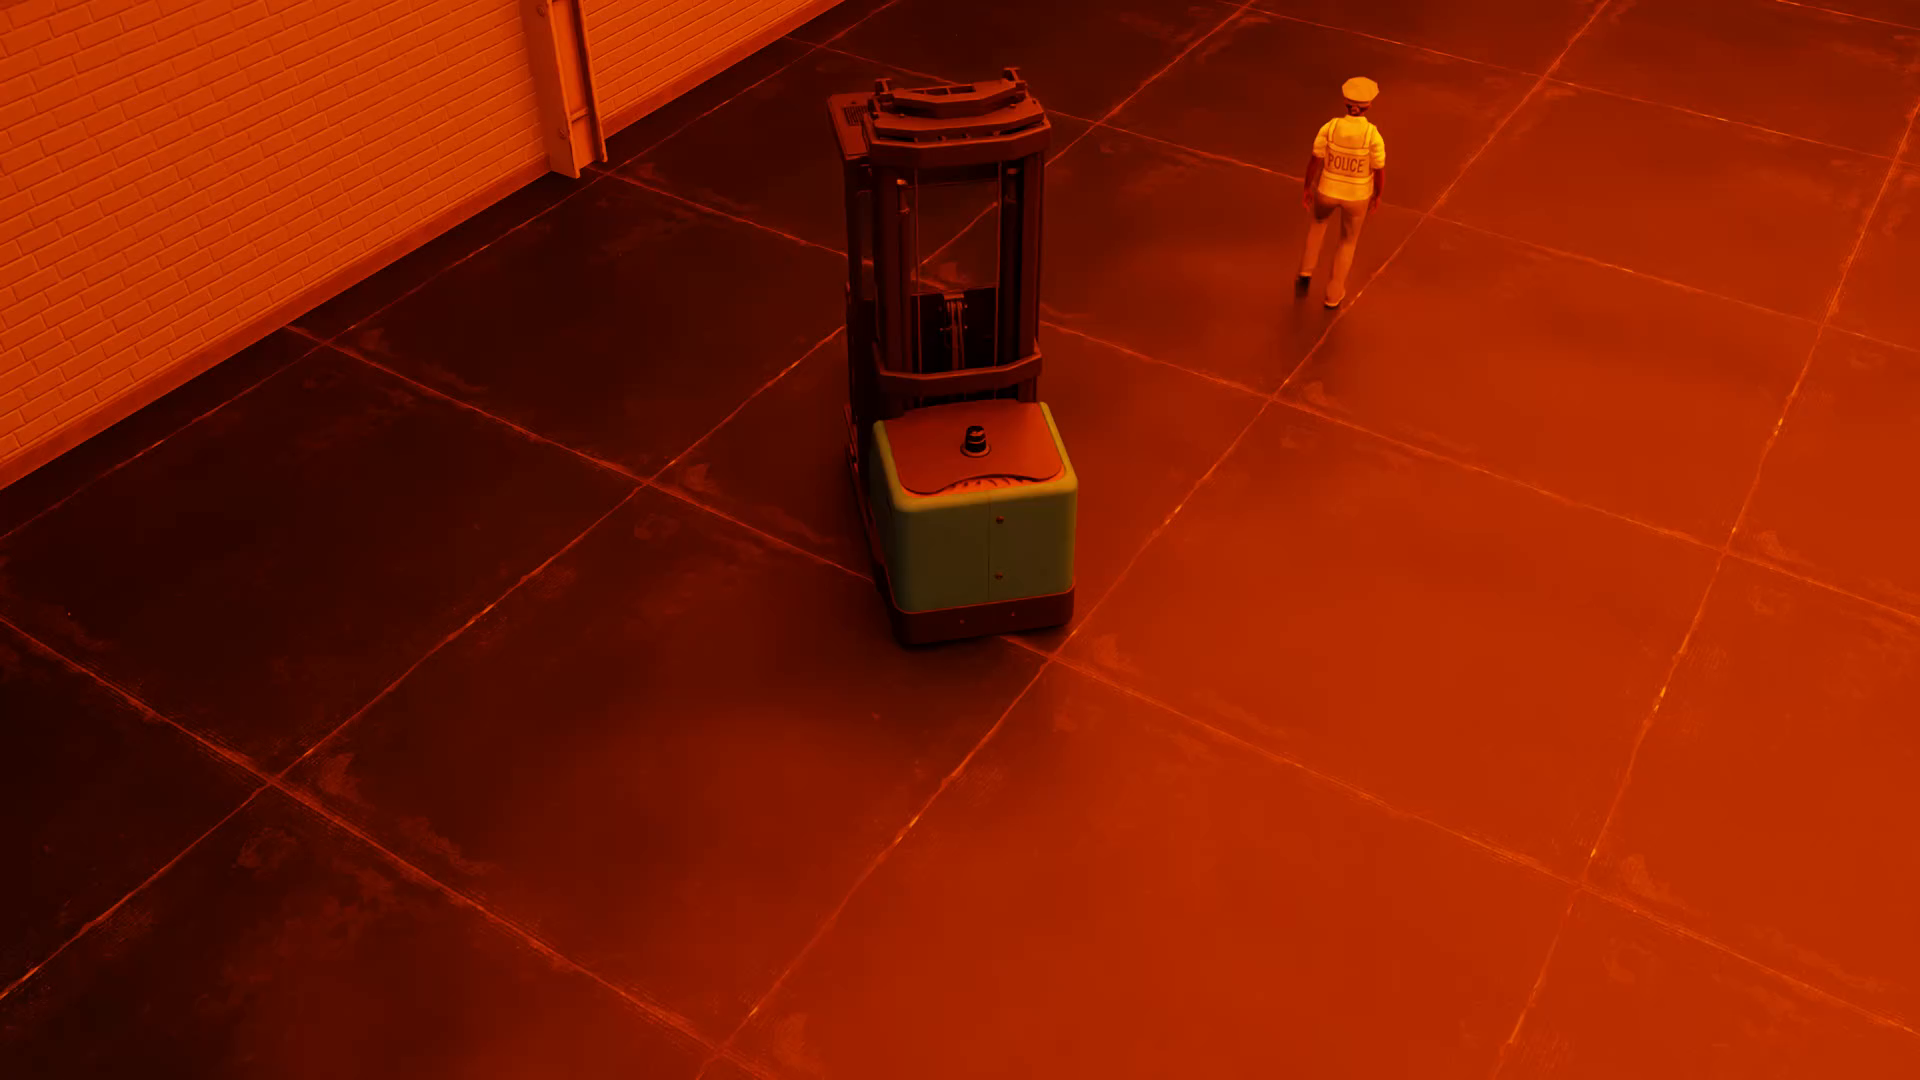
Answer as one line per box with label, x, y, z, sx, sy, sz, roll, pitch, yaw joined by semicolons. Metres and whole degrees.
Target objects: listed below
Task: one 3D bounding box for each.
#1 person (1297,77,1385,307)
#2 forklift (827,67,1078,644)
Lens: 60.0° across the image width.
person;2.746;-2.480;11.937;0.560;1.719;0.507;16;43;18
forklift;-0.131;-1.484;9.719;1.130;2.935;3.031;-7;41;-8
